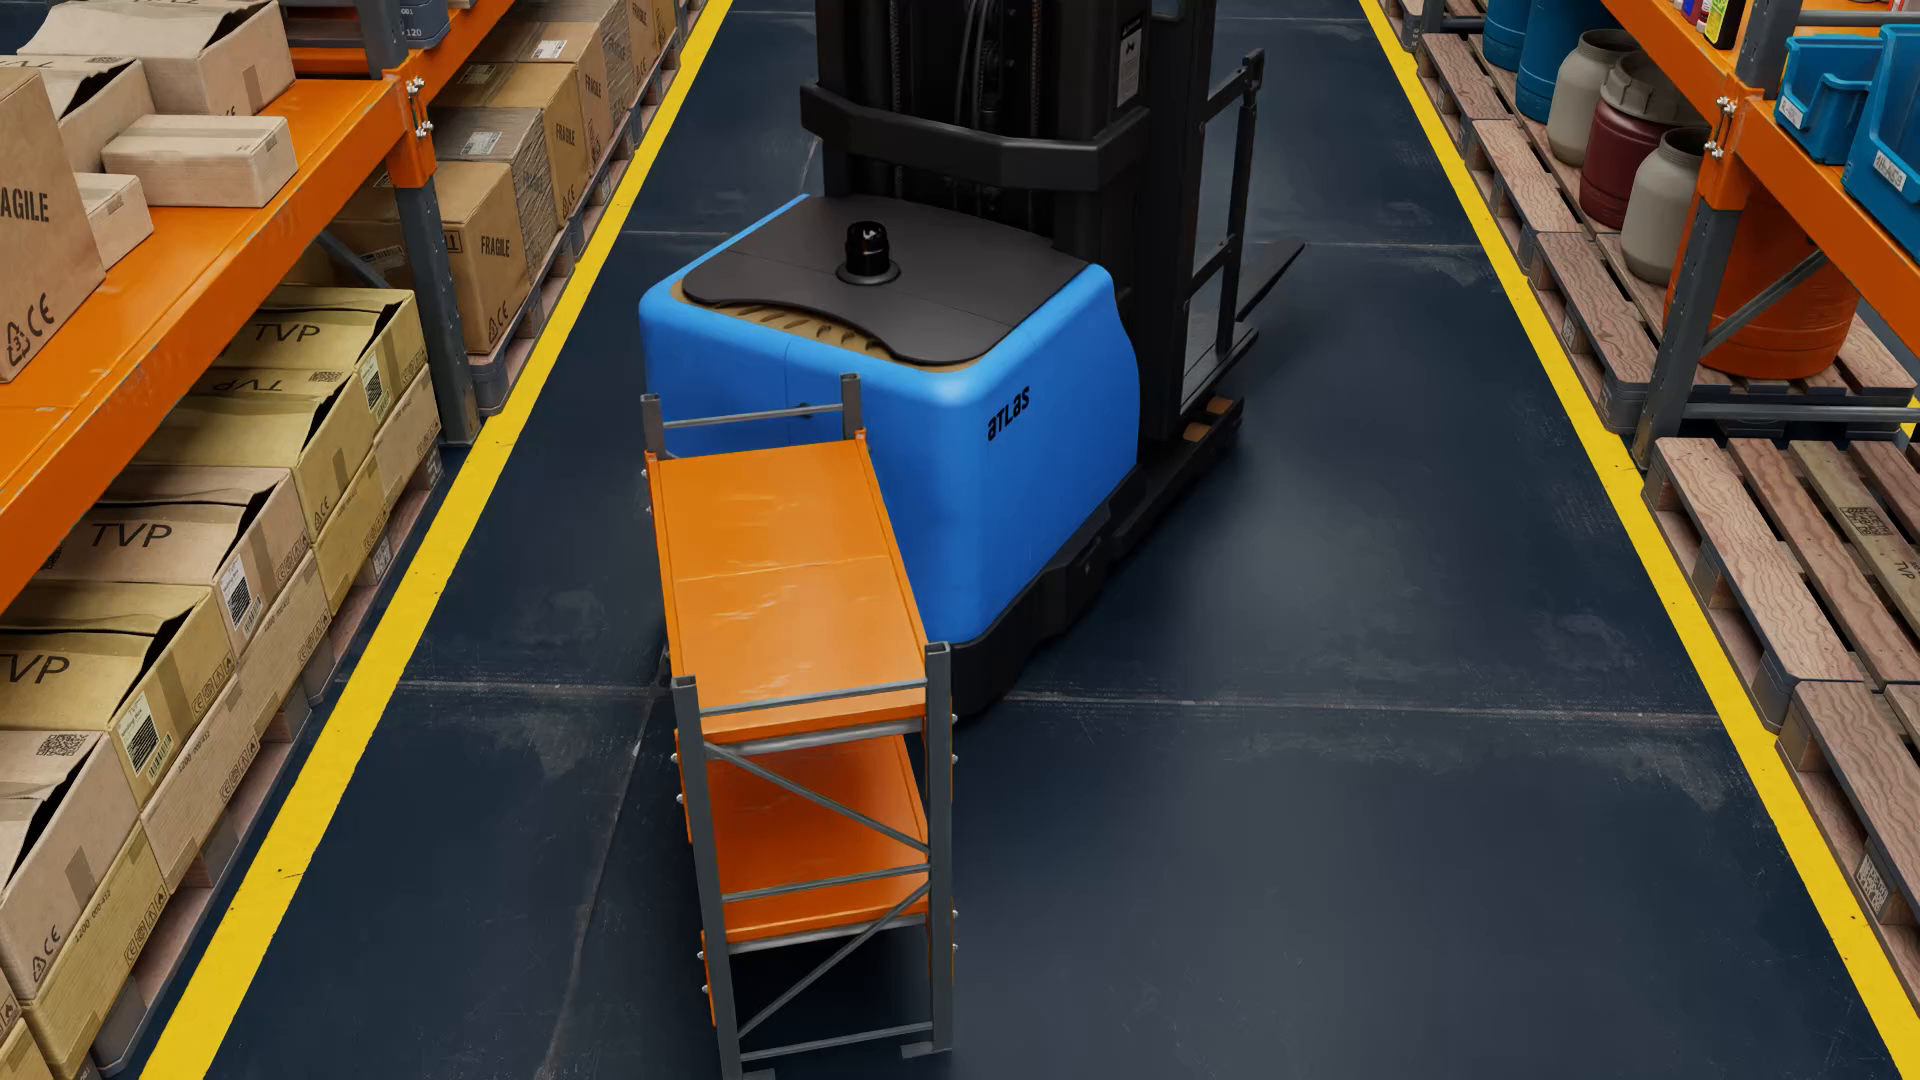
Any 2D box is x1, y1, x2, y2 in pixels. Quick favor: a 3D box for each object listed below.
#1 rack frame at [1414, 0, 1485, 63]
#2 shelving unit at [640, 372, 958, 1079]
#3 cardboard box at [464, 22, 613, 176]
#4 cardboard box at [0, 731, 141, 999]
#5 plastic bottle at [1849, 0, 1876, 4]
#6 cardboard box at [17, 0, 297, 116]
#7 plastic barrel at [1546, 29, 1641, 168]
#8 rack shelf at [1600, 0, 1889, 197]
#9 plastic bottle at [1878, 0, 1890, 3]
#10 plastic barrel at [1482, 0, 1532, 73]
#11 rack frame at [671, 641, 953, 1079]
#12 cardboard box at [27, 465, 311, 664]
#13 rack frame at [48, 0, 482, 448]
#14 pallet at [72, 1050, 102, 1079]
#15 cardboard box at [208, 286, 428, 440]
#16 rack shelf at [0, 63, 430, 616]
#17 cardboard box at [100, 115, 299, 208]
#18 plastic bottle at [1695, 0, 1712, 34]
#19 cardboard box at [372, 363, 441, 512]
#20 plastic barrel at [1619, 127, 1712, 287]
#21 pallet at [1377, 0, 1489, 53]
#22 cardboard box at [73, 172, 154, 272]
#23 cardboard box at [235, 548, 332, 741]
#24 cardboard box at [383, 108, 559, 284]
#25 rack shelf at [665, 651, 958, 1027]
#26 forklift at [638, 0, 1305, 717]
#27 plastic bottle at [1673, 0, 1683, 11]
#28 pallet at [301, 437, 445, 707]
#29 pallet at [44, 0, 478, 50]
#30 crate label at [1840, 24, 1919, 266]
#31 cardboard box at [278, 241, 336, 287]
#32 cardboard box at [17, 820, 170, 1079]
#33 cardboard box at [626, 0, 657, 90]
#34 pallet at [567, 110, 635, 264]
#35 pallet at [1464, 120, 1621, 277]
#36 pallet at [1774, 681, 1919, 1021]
[{"bbox_3d":[2.941,-3.773,8.010,1.000,3.000,0.127,1,35,2],"label":"rack frame"},{"bbox_3d":[-0.370,0.397,3.707,0.538,1.125,1.048,-7,36,-10],"label":"shelving unit"},{"bbox_3d":[-1.809,-1.893,7.126,0.500,0.500,0.500,0,35,0],"label":"cardboard box"},{"bbox_3d":[-2.020,0.614,3.306,0.500,0.311,0.500,0,35,0],"label":"cardboard box"},{"bbox_3d":[3.013,-1.893,5.507,0.097,0.201,0.097,0,35,0],"label":"plastic bottle"},{"bbox_3d":[-2.228,-1.347,4.636,0.500,0.311,0.500,3,35,5],"label":"cardboard box"},{"bbox_3d":[2.761,-1.886,7.123,0.421,0.512,0.421,0,35,0],"label":"plastic barrel"},{"bbox_3d":[2.860,-2.330,6.582,1.077,0.370,4.000,1,35,2],"label":"rack shelf"},{"bbox_3d":[3.139,-1.931,5.497,0.152,0.276,0.135,1,35,2],"label":"plastic bottle"},{"bbox_3d":[2.902,-2.774,8.048,0.600,0.901,0.708,1,35,2],"label":"plastic barrel"},{"bbox_3d":[-0.264,0.683,3.300,0.500,1.125,0.032,-7,36,-10],"label":"rack frame"},{"bbox_3d":[-1.982,0.028,4.141,0.500,0.311,0.500,1,35,2],"label":"cardboard box"},{"bbox_3d":[-2.169,-1.592,4.906,1.000,3.000,0.127,1,35,2],"label":"rack frame"},{"bbox_3d":[-2.339,1.423,3.041,1.003,0.211,1.213,1,35,2],"label":"pallet"},{"bbox_3d":[-1.944,-0.561,4.978,0.500,0.311,0.500,2,35,3],"label":"cardboard box"},{"bbox_3d":[-2.250,-0.148,3.478,1.077,0.370,4.000,1,35,2],"label":"rack shelf"},{"bbox_3d":[-1.929,-0.966,4.234,0.380,0.149,0.250,1,35,2],"label":"cardboard box"},{"bbox_3d":[2.393,-1.702,5.236,0.097,0.201,0.097,0,35,0],"label":"plastic bottle"},{"bbox_3d":[-1.947,-0.330,5.138,0.500,0.250,0.500,2,35,3],"label":"cardboard box"},{"bbox_3d":[2.716,-1.237,6.200,0.421,0.512,0.421,0,35,0],"label":"plastic barrel"},{"bbox_3d":[2.931,-3.056,9.414,1.003,0.211,1.213,1,35,2],"label":"pallet"},{"bbox_3d":[-2.164,-0.755,3.934,0.380,0.149,0.250,4,35,5],"label":"cardboard box"},{"bbox_3d":[-1.987,0.255,4.305,0.500,0.250,0.500,2,35,3],"label":"cardboard box"},{"bbox_3d":[-1.850,-1.305,6.289,0.500,0.500,0.500,0,35,0],"label":"cardboard box"},{"bbox_3d":[-0.370,0.597,3.848,0.538,0.278,1.000,-7,36,-10],"label":"rack shelf"},{"bbox_3d":[0.316,-1.547,4.902,1.130,2.935,3.031,18,39,24],"label":"forklift"},{"bbox_3d":[2.402,-1.834,5.424,0.097,0.201,0.097,0,35,0],"label":"plastic bottle"},{"bbox_3d":[-2.241,0.021,5.036,1.003,0.211,1.213,1,35,2],"label":"pallet"},{"bbox_3d":[-2.212,-1.904,5.517,1.213,0.211,1.003,1,35,2],"label":"pallet"},{"bbox_3d":[2.470,-0.925,3.926,0.502,0.435,0.616,1,35,2],"label":"crate label"},{"bbox_3d":[-2.366,-1.292,6.270,0.500,0.500,0.500,3,35,4],"label":"cardboard box"},{"bbox_3d":[-2.026,0.842,3.469,0.500,0.250,0.500,0,35,0],"label":"cardboard box"},{"bbox_3d":[-1.770,-2.473,7.951,0.500,0.500,0.500,1,35,2],"label":"cardboard box"},{"bbox_3d":[-2.050,-1.578,7.311,1.003,0.211,1.213,1,35,2],"label":"pallet"},{"bbox_3d":[2.822,-1.487,7.182,1.003,0.211,1.213,1,35,2],"label":"pallet"},{"bbox_3d":[2.658,0.809,3.915,1.003,0.211,1.213,1,35,2],"label":"pallet"}]
